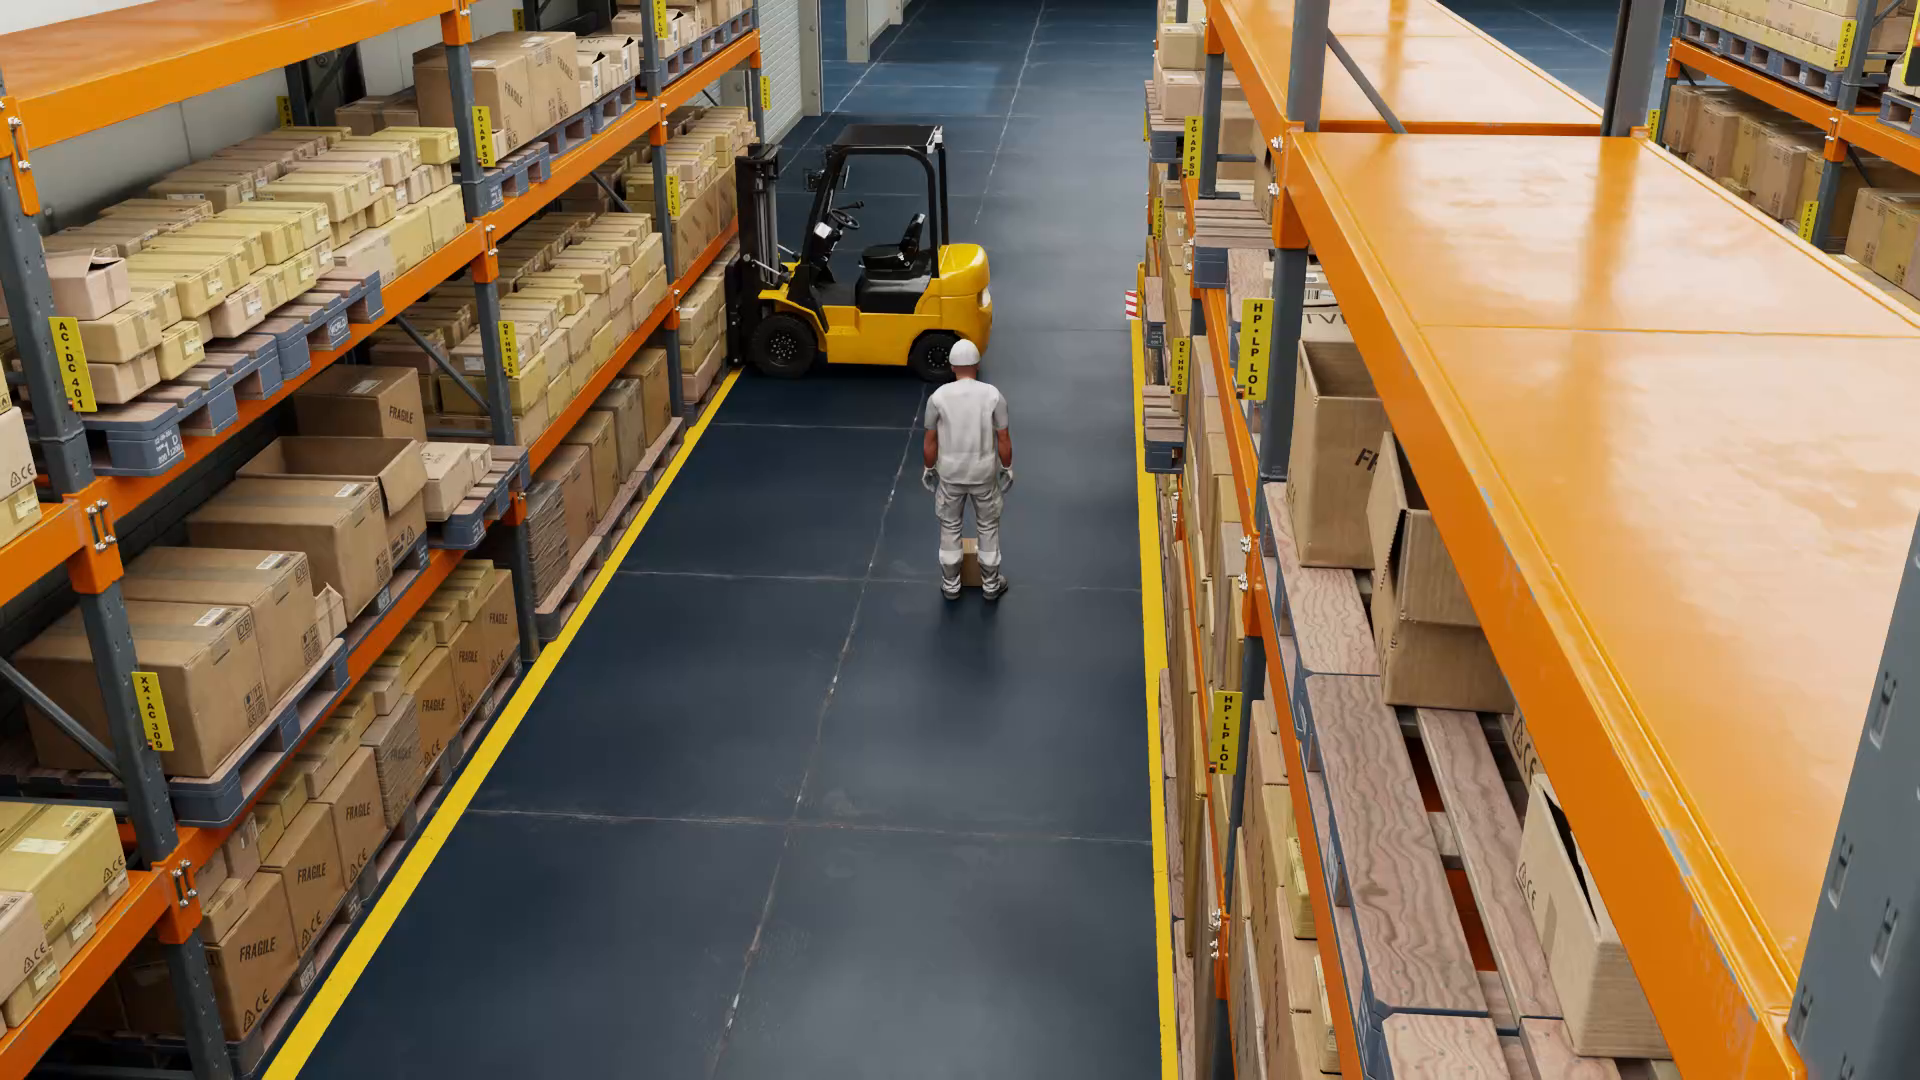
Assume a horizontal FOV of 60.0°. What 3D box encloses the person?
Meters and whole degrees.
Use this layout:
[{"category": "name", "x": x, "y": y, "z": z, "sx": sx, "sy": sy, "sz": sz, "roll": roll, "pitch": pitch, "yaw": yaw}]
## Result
[{"category": "person", "x": 0.055, "y": -0.447, "z": 10.986, "sx": 0.609, "sy": 1.779, "sz": 0.449, "roll": 1, "pitch": 24, "yaw": 2}]
